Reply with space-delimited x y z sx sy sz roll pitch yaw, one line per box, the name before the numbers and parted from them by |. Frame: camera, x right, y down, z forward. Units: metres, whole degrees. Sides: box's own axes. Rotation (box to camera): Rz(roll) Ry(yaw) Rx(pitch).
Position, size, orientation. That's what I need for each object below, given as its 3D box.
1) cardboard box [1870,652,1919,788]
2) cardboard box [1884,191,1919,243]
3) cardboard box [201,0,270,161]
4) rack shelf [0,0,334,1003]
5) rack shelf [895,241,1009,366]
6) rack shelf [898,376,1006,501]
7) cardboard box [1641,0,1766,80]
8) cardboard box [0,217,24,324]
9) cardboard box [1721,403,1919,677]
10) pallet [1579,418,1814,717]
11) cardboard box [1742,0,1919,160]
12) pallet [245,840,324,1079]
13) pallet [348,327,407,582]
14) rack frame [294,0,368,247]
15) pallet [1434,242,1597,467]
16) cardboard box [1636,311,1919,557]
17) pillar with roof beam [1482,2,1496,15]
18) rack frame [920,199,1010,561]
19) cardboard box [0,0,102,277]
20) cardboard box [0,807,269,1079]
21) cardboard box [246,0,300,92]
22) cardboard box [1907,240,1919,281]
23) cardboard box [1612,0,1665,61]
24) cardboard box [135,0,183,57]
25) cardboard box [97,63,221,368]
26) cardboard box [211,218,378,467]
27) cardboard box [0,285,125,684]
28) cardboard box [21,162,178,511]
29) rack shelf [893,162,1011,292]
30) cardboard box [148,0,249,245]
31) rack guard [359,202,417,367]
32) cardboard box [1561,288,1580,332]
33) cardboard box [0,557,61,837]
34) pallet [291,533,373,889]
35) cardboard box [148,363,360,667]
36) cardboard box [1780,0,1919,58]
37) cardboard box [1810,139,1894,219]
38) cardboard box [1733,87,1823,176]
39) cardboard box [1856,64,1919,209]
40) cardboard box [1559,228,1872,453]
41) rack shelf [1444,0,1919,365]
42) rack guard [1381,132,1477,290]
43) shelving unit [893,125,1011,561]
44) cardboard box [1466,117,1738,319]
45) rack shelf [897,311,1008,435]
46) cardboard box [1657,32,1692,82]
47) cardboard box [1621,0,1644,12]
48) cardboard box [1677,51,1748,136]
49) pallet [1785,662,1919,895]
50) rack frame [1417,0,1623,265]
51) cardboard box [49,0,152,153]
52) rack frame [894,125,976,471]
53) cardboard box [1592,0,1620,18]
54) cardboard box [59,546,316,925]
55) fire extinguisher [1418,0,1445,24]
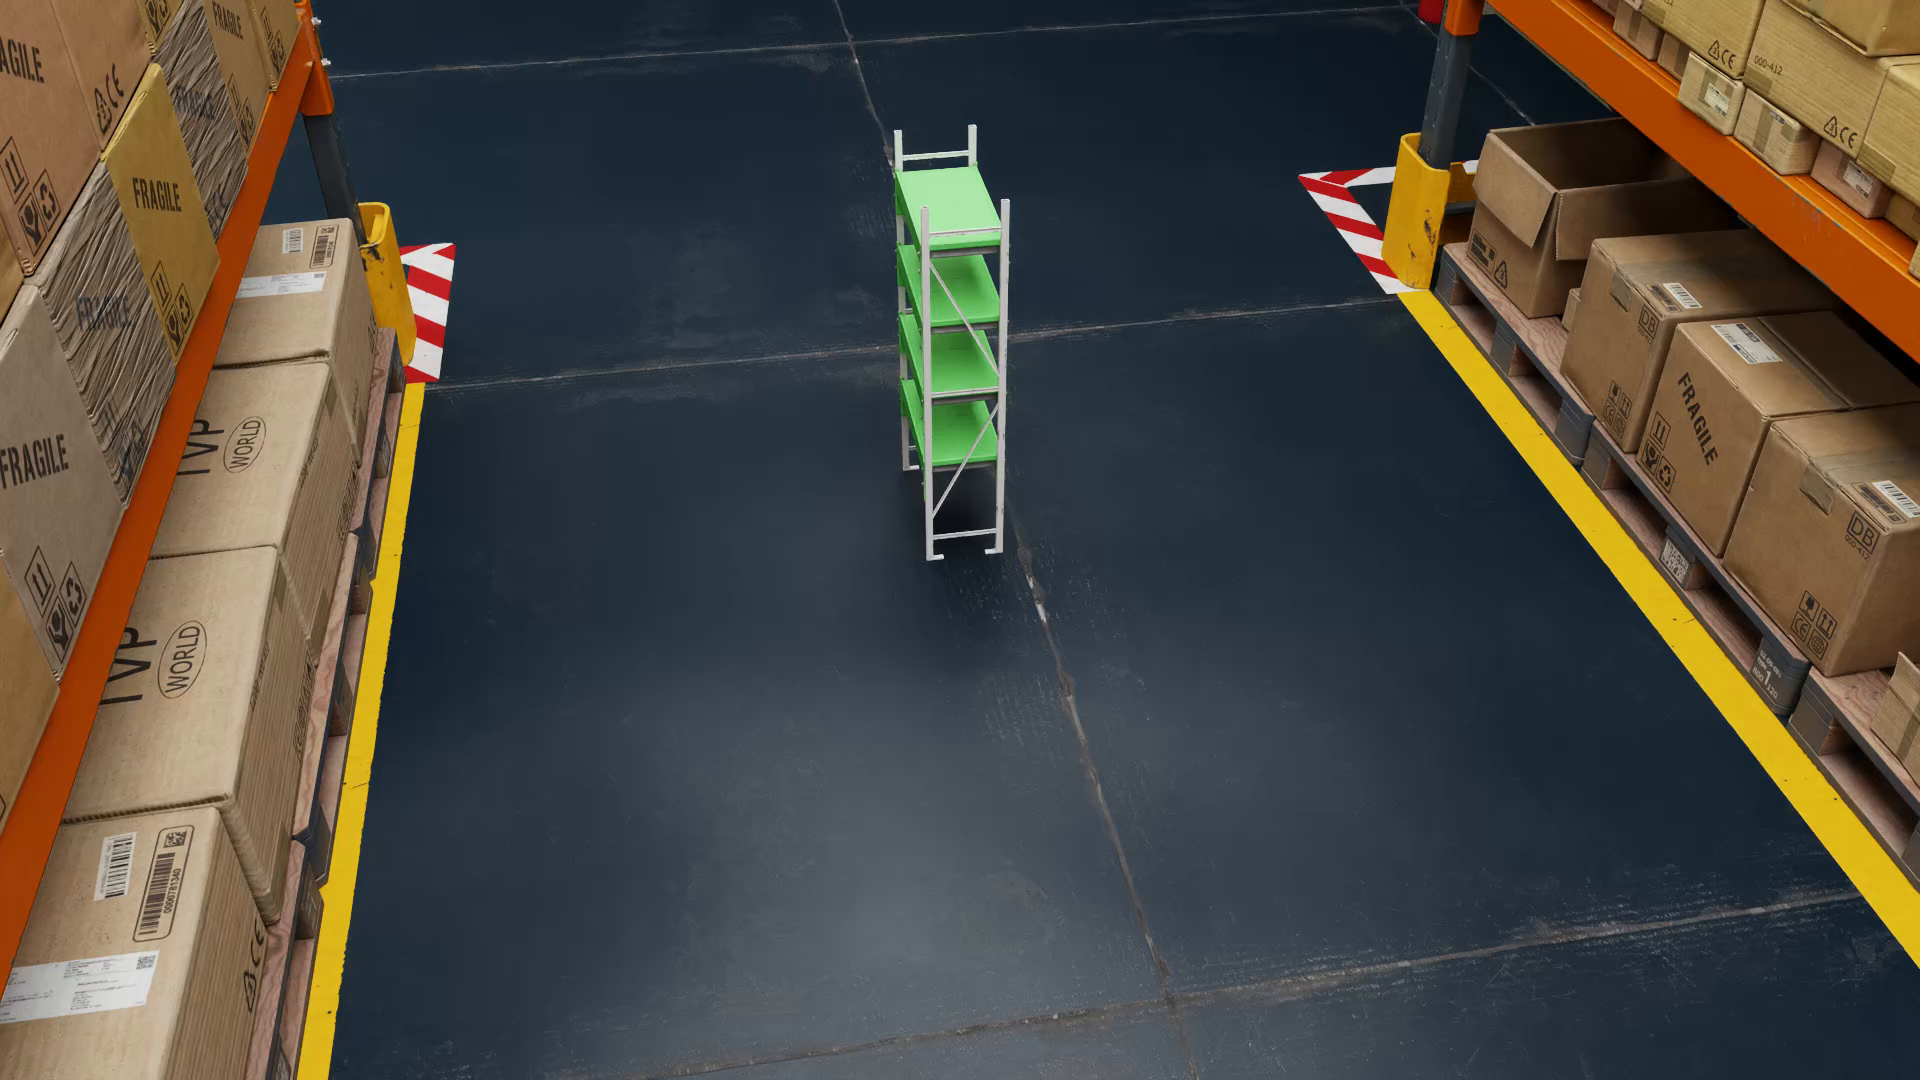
cardboard box | 2.538 0.439 4.126 0.396 0.266 0.258 -5 38 -6
cardboard box | 2.519 -0.811 4.053 0.380 0.149 0.250 -6 38 -7
cardboard box | -2.182 -1.306 4.405 0.500 0.500 0.500 -7 38 -9
rack shelf | -2.250 -0.342 3.832 1.077 0.370 4.000 -6 38 -8
rack shelf | -0.029 -0.713 4.903 0.258 0.148 0.480 -6 38 -8
rack shelf | -0.029 -0.334 5.197 0.258 0.148 0.480 -6 38 -8
cardboard box | 2.281 -1.515 4.635 0.500 0.250 0.500 -7 38 -9
cardboard box | -1.826 -0.472 2.516 0.500 0.500 0.500 -7 38 -9
cardboard box | 2.593 -0.022 4.529 0.700 0.500 0.500 -8 38 -10
pallet | 2.651 -0.007 5.087 1.003 0.211 1.213 -6 38 -8
cardboard box | 2.392 -1.209 4.241 0.500 0.250 0.500 -7 38 -9
pallet | -1.955 1.215 3.514 1.003 0.211 1.213 -6 38 -8
pallet | -2.383 -0.259 5.411 1.003 0.211 1.213 -6 38 -8
rack frame | -2.600 -1.834 5.166 1.000 3.000 0.127 -6 38 -8
pallet | 2.440 -0.742 6.033 1.003 0.211 1.213 -6 38 -8
cardboard box | 2.406 -0.319 4.911 0.500 0.500 0.500 -6 38 -7
pillar with roof beam | -1.538 -6.002 5.641 9.100 9.000 0.400 -6 38 -8
rack frame | 0.014 -0.426 4.821 0.240 1.200 0.015 -6 38 -8
cardboard box | -1.905 -0.783 2.916 0.500 0.500 0.500 -6 38 -7
cardboard box | -1.903 1.037 3.217 0.875 0.438 0.875 -7 38 -9
cardboard box | -2.255 -1.611 4.797 0.500 0.500 0.500 -6 38 -8
cardboard box | 2.455 -0.643 3.837 0.380 0.149 0.250 -7 38 -9
cardboard box | 2.228 -1.580 5.044 0.380 0.149 0.250 -5 38 -7
cardboard box | -2.077 -1.392 3.700 0.500 0.500 0.500 -6 38 -8
cardboard box | -1.979 -0.686 3.607 0.500 0.500 0.500 -5 38 -7
cardboard box | -2.386 -0.601 5.324 0.875 0.438 0.875 -7 38 -9
cardboard box | -1.808 -0.074 2.819 0.500 0.500 0.500 -6 38 -8
cardboard box | -1.888 -0.375 3.206 0.500 0.500 0.500 -6 38 -8
rack shelf | -0.029 -0.902 4.755 0.258 0.148 0.480 -6 38 -8
cardboard box | -2.082 -0.997 4.006 0.500 0.500 0.500 -5 38 -7
rack guard | -2.604 -0.862 5.952 1.175 0.500 0.348 -6 38 -8
cardboard box | 2.336 -0.770 5.778 0.380 0.149 0.250 -8 38 -10
cardboard box | -1.723 0.231 2.427 0.500 0.500 0.500 -5 38 -6
pallet | -2.172 0.477 4.464 1.003 0.211 1.213 -6 38 -8
cardboard box | -2.217 -0.049 4.614 0.875 0.438 0.875 -5 38 -7
cardboard box | 2.364 -1.516 4.025 0.500 0.500 0.500 -5 38 -7
cardboard box | 2.430 -0.955 4.239 0.380 0.149 0.250 -6 38 -8
cardboard box | 2.317 -1.103 4.429 0.380 0.149 0.250 -5 38 -7
cardboard box | 2.481 -0.898 3.840 0.500 0.250 0.500 -6 38 -8
cardboard box | 2.411 -0.649 5.336 0.700 0.500 0.500 -5 38 -6
rack shelf | 2.637 -0.878 4.522 1.077 0.370 4.000 -6 38 -8
rack guard | 2.299 -1.337 6.564 1.175 0.500 0.348 -6 38 -8
shelving unit | -0.029 -0.574 5.011 0.258 1.200 0.503 -6 38 -8
cardboard box | 2.300 -1.171 6.005 0.797 0.503 0.637 -8 38 -10
rack shelf | -0.029 -0.523 5.050 0.258 0.148 0.480 -6 38 -8
cardboard box | 2.280 -1.421 4.838 0.380 0.149 0.250 -6 38 -7
cardboard box | 2.189 -1.821 5.029 0.500 0.250 0.500 -6 38 -7
cardboard box | 2.250 -1.260 4.631 0.380 0.149 0.250 -7 38 -9
pallet | 2.868 0.732 4.136 1.003 0.211 1.213 -6 38 -8
rack frame | 2.286 -2.370 5.856 1.000 3.000 0.127 -6 38 -8
cardboard box | -1.991 -1.088 3.308 0.500 0.500 0.500 -6 38 -8
rack frame | -0.072 -0.721 5.200 0.240 1.200 0.015 -6 38 -8
cardboard box | 2.244 -1.740 5.249 0.380 0.149 0.250 -7 38 -9
cardboard box | -2.061 0.496 3.912 0.875 0.438 0.875 -7 38 -9
fire extinguisher | 1.805 -2.232 6.045 0.296 0.674 0.183 -6 38 -8
